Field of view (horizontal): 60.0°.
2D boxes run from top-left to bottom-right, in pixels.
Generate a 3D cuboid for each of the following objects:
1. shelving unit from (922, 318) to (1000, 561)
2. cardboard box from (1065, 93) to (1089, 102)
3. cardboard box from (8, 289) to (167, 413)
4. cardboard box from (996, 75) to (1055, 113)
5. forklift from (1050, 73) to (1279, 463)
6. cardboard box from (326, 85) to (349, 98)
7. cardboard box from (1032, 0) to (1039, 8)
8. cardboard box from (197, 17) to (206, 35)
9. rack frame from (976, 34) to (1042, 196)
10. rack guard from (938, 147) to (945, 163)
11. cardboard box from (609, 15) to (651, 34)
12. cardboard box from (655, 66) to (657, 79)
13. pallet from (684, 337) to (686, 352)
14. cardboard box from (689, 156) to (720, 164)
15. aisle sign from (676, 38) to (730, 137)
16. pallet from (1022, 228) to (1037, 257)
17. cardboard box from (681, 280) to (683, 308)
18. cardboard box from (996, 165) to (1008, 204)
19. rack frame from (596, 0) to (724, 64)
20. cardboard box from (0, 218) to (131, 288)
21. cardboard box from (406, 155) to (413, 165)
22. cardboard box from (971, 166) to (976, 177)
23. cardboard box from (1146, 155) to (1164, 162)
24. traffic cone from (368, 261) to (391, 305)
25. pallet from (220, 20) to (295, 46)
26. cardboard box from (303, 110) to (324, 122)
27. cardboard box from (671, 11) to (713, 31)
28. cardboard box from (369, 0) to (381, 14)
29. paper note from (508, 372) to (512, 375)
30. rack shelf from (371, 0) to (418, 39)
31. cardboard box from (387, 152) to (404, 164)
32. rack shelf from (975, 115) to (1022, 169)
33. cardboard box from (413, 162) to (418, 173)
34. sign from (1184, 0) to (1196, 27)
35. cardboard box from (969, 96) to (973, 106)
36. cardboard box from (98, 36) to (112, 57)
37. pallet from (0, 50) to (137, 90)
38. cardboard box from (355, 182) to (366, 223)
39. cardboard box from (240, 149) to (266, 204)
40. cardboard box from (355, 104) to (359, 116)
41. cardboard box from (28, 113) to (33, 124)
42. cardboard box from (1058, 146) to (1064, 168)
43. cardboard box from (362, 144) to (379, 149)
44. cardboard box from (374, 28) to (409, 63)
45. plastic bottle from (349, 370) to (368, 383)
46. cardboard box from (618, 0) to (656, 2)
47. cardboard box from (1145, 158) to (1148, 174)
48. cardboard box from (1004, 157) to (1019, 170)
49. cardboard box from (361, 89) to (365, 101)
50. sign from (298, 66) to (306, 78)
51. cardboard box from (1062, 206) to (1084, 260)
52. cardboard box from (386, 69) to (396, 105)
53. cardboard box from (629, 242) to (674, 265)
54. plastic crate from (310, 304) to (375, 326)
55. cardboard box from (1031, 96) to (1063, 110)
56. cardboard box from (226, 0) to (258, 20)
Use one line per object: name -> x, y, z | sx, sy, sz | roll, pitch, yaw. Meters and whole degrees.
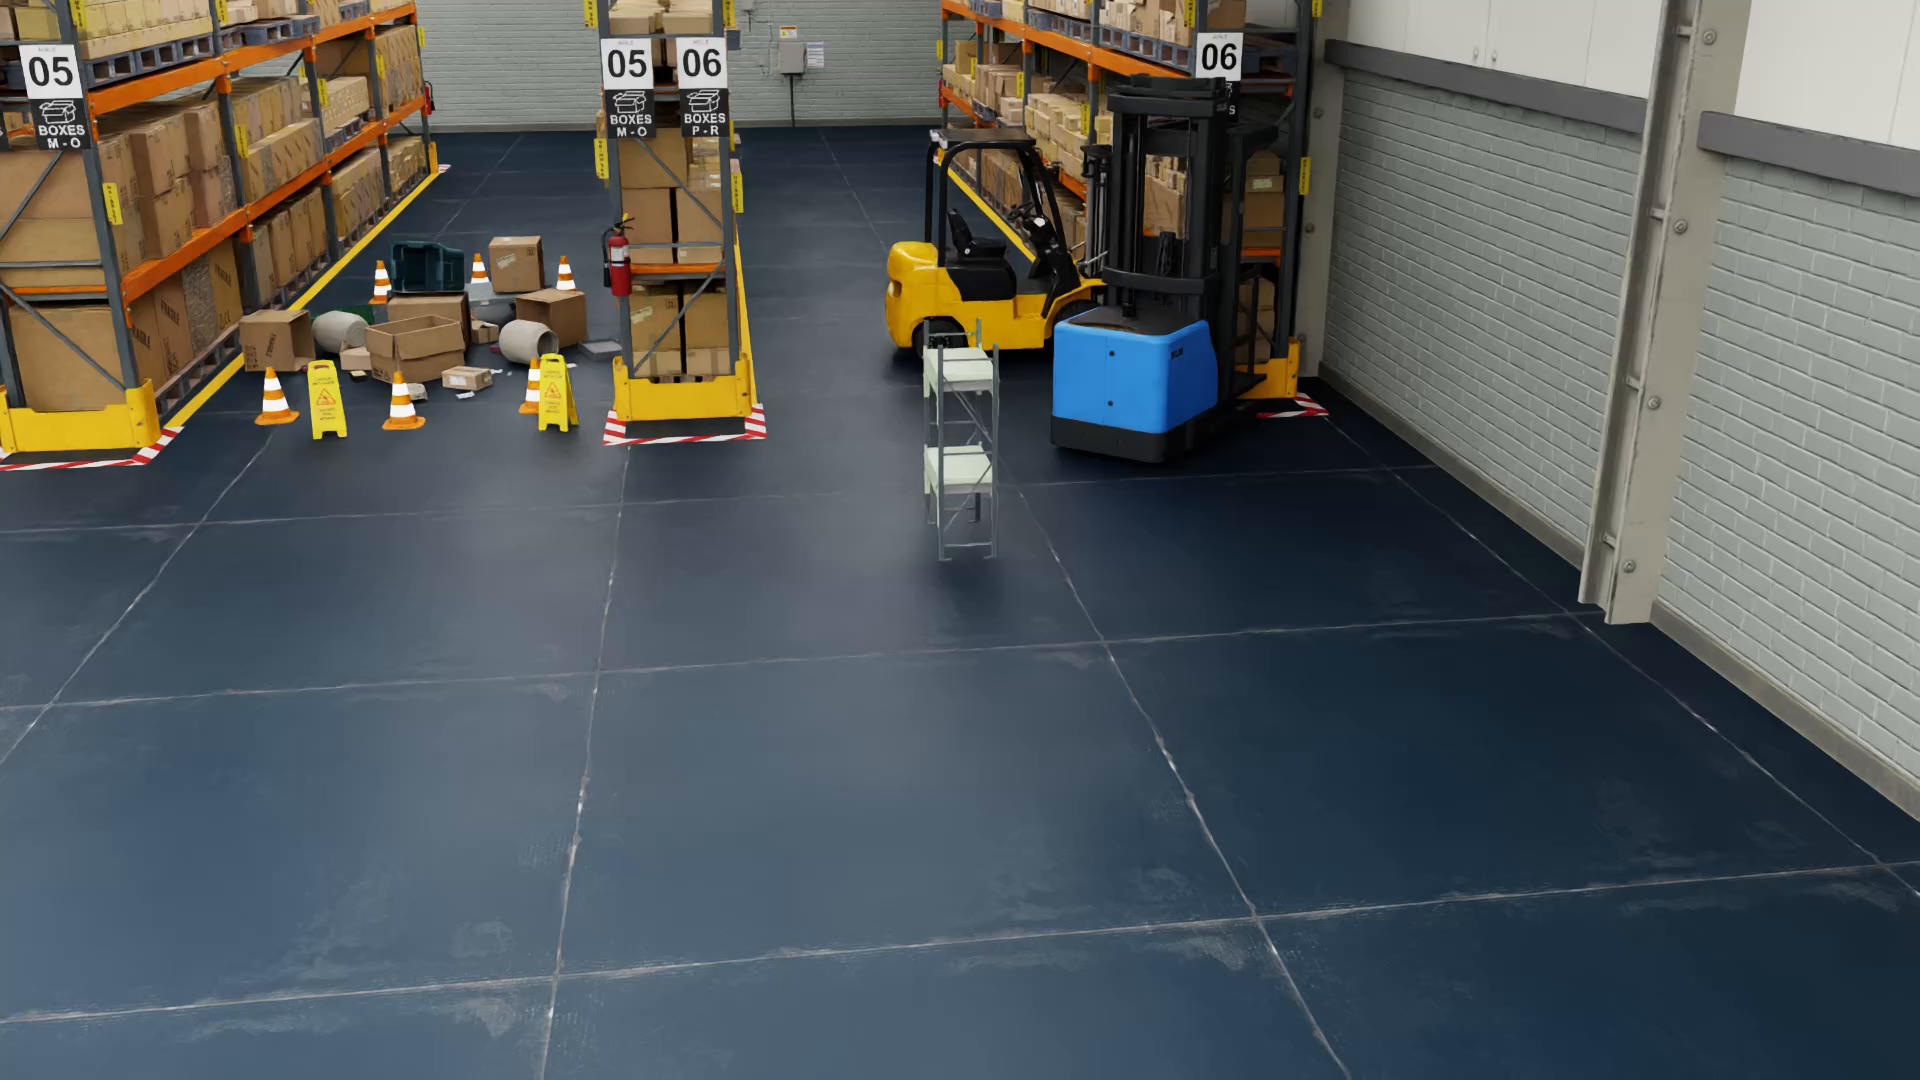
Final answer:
shelving unit -> 0.001, -0.700, 11.448 | 0.431, 1.500, 0.755 | -3, 21, -8
cardboard box -> 1.583, -5.767, 21.799 | 0.380, 0.149, 0.250 | -2, 21, -6
cardboard box -> -7.470, -1.645, 14.270 | 0.875, 0.875, 0.875 | -3, 21, -7
cardboard box -> 0.917, -6.319, 23.601 | 0.797, 0.503, 0.637 | -3, 21, -9
forklift -> 1.956, -2.443, 14.068 | 1.130, 2.935, 3.031 | 13, 24, 30
cardboard box -> -8.598, -6.144, 22.789 | 0.380, 0.149, 0.250 | -4, 21, -10
cardboard box -> 1.199, -6.951, 20.866 | 0.500, 0.500, 0.500 | -3, 21, -7
cardboard box -> -7.478, -4.931, 15.960 | 0.380, 0.149, 0.250 | -3, 21, -7
rack frame -> 0.759, -6.903, 25.912 | 1.000, 3.000, 0.127 | -3, 21, -8
rack guard -> 0.193, -7.091, 29.987 | 1.175, 0.500, 0.348 | -3, 21, -8
cardboard box -> -2.764, -4.260, 13.768 | 0.380, 0.149, 0.250 | -3, 21, -7
cardboard box -> -2.824, -4.072, 14.404 | 0.380, 0.149, 0.250 | -2, 21, -6
pallet -> -2.688, -1.921, 16.559 | 1.003, 0.211, 1.213 | -3, 21, -8
cardboard box -> -2.450, -3.392, 15.943 | 0.500, 0.500, 0.500 | -3, 21, -9
aisle sign -> -2.107, -3.709, 13.644 | 0.394, 0.787, 0.004 | -3, 21, -8
pallet -> 1.415, -3.925, 21.924 | 1.003, 0.211, 1.213 | -3, 21, -8
cardboard box -> -3.020, -2.560, 16.540 | 0.500, 0.500, 0.500 | -2, 21, -5
cardboard box -> 0.829, -5.213, 24.360 | 0.500, 0.500, 0.500 | -4, 21, -10
rack frame -> -2.423, -5.307, 13.065 | 1.000, 3.000, 0.127 | -3, 21, -8
cardboard box -> -7.405, -2.409, 13.664 | 0.875, 0.550, 0.550 | -3, 21, -8
cardboard box -> -9.072, -6.136, 26.907 | 0.380, 0.149, 0.250 | -2, 21, -5
cardboard box -> 0.388, -5.943, 26.814 | 0.380, 0.149, 0.250 | -4, 21, -9
cardboard box -> 1.988, -3.700, 15.839 | 0.380, 0.149, 0.250 | -2, 21, -6
traffic cone -> -6.582, -2.949, 18.951 | 0.336, 0.463, 0.334 | -3, 21, -8
pallet -> -8.150, -5.692, 18.650 | 1.003, 0.211, 1.213 | -2, 21, -5
cardboard box -> -8.331, -5.378, 21.162 | 0.380, 0.149, 0.250 | -2, 21, -5
cardboard box -> -2.299, -4.467, 14.322 | 0.380, 0.149, 0.250 | -3, 21, -8
cardboard box -> -8.842, -7.876, 24.442 | 0.500, 0.250, 0.500 | -2, 21, -5
paper note -> -4.330, -1.600, 15.986 | 0.032, 0.001, 0.123 | -3, 21, -8
rack shelf -> -9.325, -8.128, 25.931 | 1.077, 0.370, 4.000 | -3, 21, -8
cardboard box -> -8.963, -6.001, 26.122 | 0.380, 0.149, 0.250 | -2, 21, -7
rack shelf -> 1.047, -5.874, 24.184 | 1.077, 0.370, 4.000 | -3, 21, -8
cardboard box -> -9.093, -6.092, 27.213 | 0.380, 0.149, 0.250 | -4, 21, -10
sign -> 1.950, -4.509, 14.062 | 0.100, 0.325, 0.005 | -3, 21, -8
cardboard box -> 0.343, -7.061, 26.694 | 0.380, 0.149, 0.250 | -2, 21, -6
cardboard box -> -7.076, -3.966, 13.378 | 0.380, 0.149, 0.250 | -3, 21, -7
pallet -> -7.424, -3.832, 13.529 | 1.003, 0.211, 1.213 | -3, 21, -8
cardboard box -> -8.464, -4.617, 22.763 | 0.500, 0.500, 0.500 | -3, 21, -9
cardboard box -> -7.693, -3.840, 17.567 | 0.500, 0.500, 0.500 | -3, 21, -7
cardboard box -> -8.675, -6.055, 23.401 | 0.380, 0.149, 0.250 | -4, 21, -11
cardboard box -> -13.672, -6.153, 24.263 | 0.380, 0.149, 0.250 | -3, 21, -8
cardboard box -> 1.461, -4.572, 19.884 | 0.500, 0.250, 0.500 | -3, 21, -7
cardboard box -> -9.657, -6.332, 27.007 | 0.380, 0.149, 0.250 | -2, 21, -6
cardboard box -> -9.144, -7.906, 26.599 | 0.500, 0.500, 0.500 | -2, 21, -5
plastic bottle -> -5.729, -1.565, 15.818 | 0.133, 0.061, 0.283 | -11, 23, -26
cardboard box -> -3.181, -5.237, 16.383 | 0.380, 0.149, 0.250 | -4, 21, -10
cardboard box -> 1.952, -3.648, 16.126 | 0.380, 0.149, 0.250 | -3, 21, -7
cardboard box -> 0.850, -5.467, 24.111 | 0.380, 0.149, 0.250 | -4, 21, -10
cardboard box -> -8.744, -6.366, 23.808 | 0.380, 0.149, 0.250 | -3, 21, -7
sign -> -9.572, -6.743, 24.244 | 0.100, 0.325, 0.005 | -3, 21, -8
cardboard box -> 1.721, -3.667, 20.041 | 0.875, 0.625, 0.625 | -3, 21, -8
cardboard box -> -8.937, -6.908, 25.358 | 0.500, 0.500, 0.500 | -3, 21, -8
cardboard box -> -2.688, -2.498, 14.476 | 0.380, 0.149, 0.250 | -2, 21, -6
plastic crate -> -6.562, -2.313, 17.558 | 0.450, 0.188, 0.662 | -2, 18, 24
cardboard box -> 1.130, -5.652, 21.491 | 0.380, 0.149, 0.250 | -2, 21, -7
cardboard box -> -7.943, -5.842, 18.231 | 0.396, 0.266, 0.258 | -3, 21, -8
